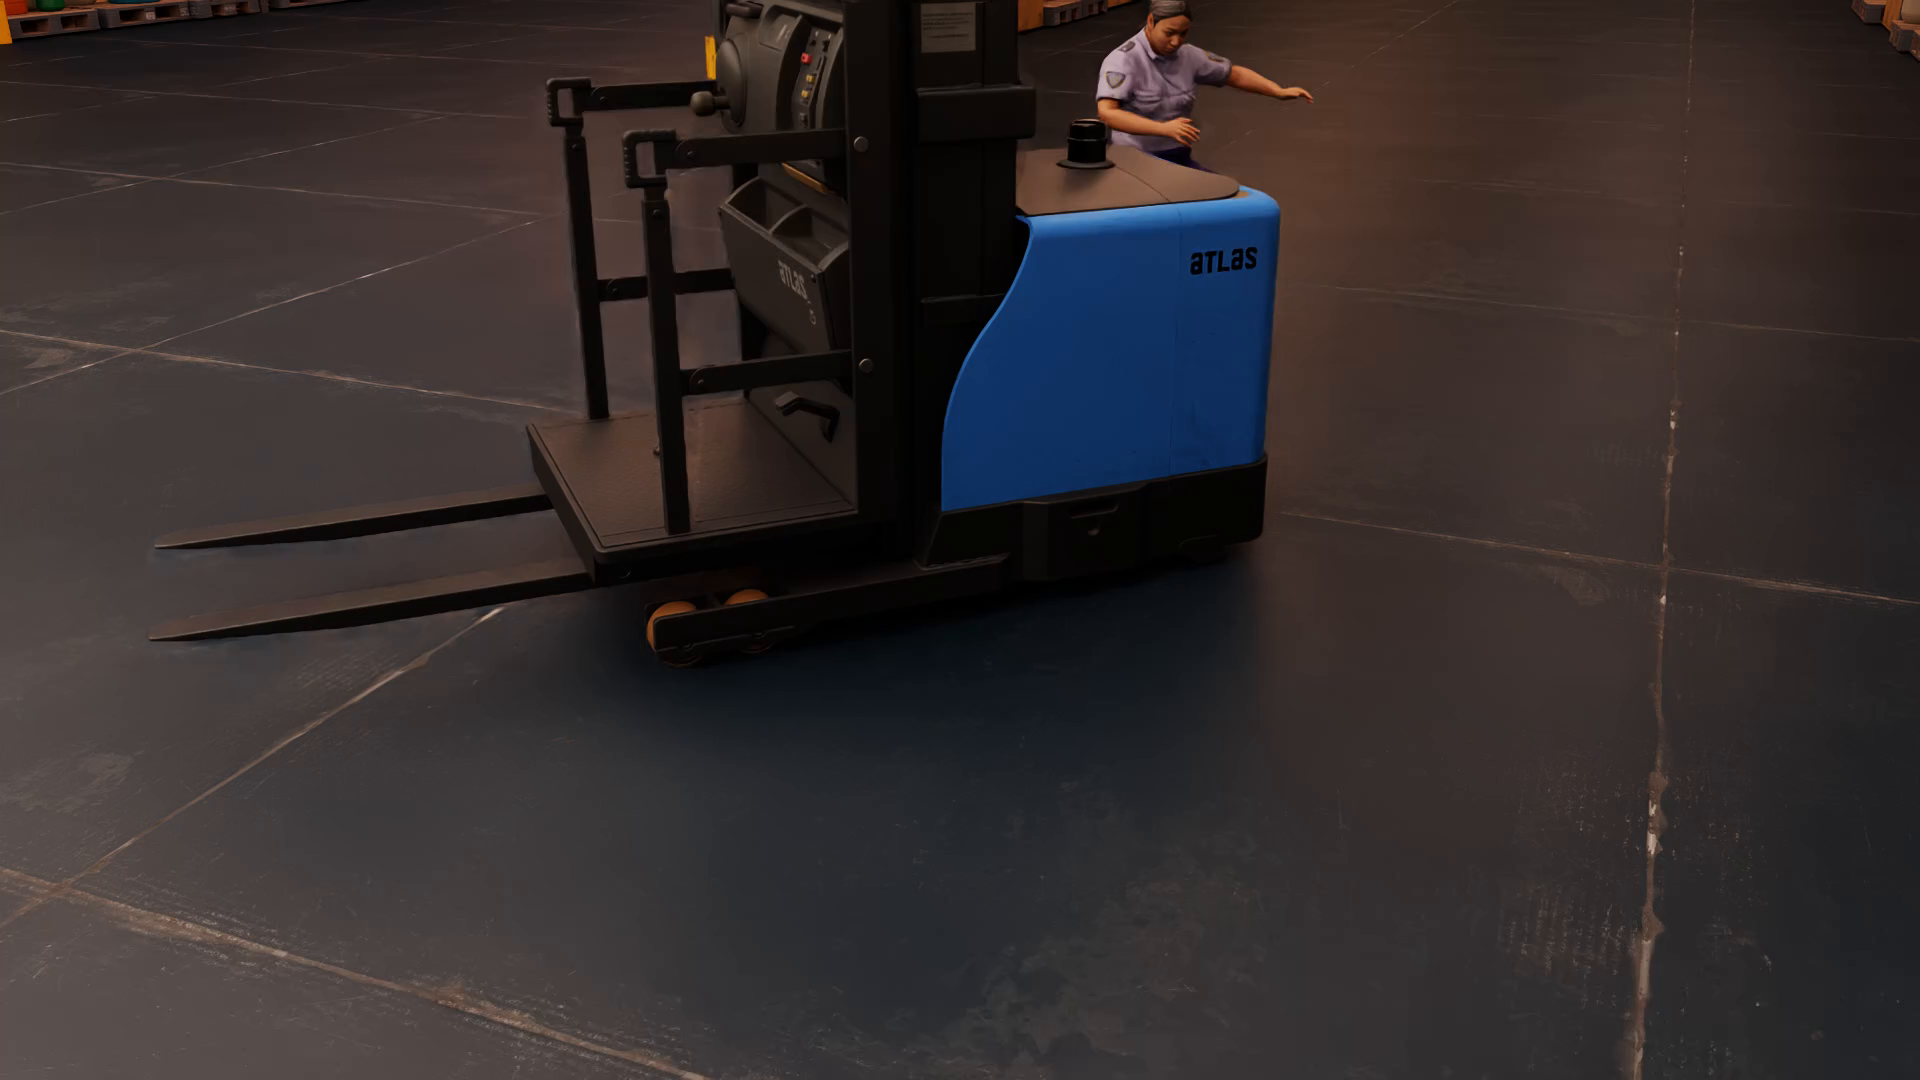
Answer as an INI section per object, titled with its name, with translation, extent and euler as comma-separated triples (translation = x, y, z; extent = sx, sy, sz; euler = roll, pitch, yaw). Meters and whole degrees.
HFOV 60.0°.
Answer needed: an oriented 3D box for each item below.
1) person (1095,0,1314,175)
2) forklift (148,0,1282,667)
[person]
translation = 0.922, -1.518, 6.866
extent = 1.228, 1.432, 0.635
euler = -14, 26, -29
[forklift]
translation = -0.661, -1.255, 4.295
extent = 3.031, 2.935, 1.130
euler = -9, 24, -21
